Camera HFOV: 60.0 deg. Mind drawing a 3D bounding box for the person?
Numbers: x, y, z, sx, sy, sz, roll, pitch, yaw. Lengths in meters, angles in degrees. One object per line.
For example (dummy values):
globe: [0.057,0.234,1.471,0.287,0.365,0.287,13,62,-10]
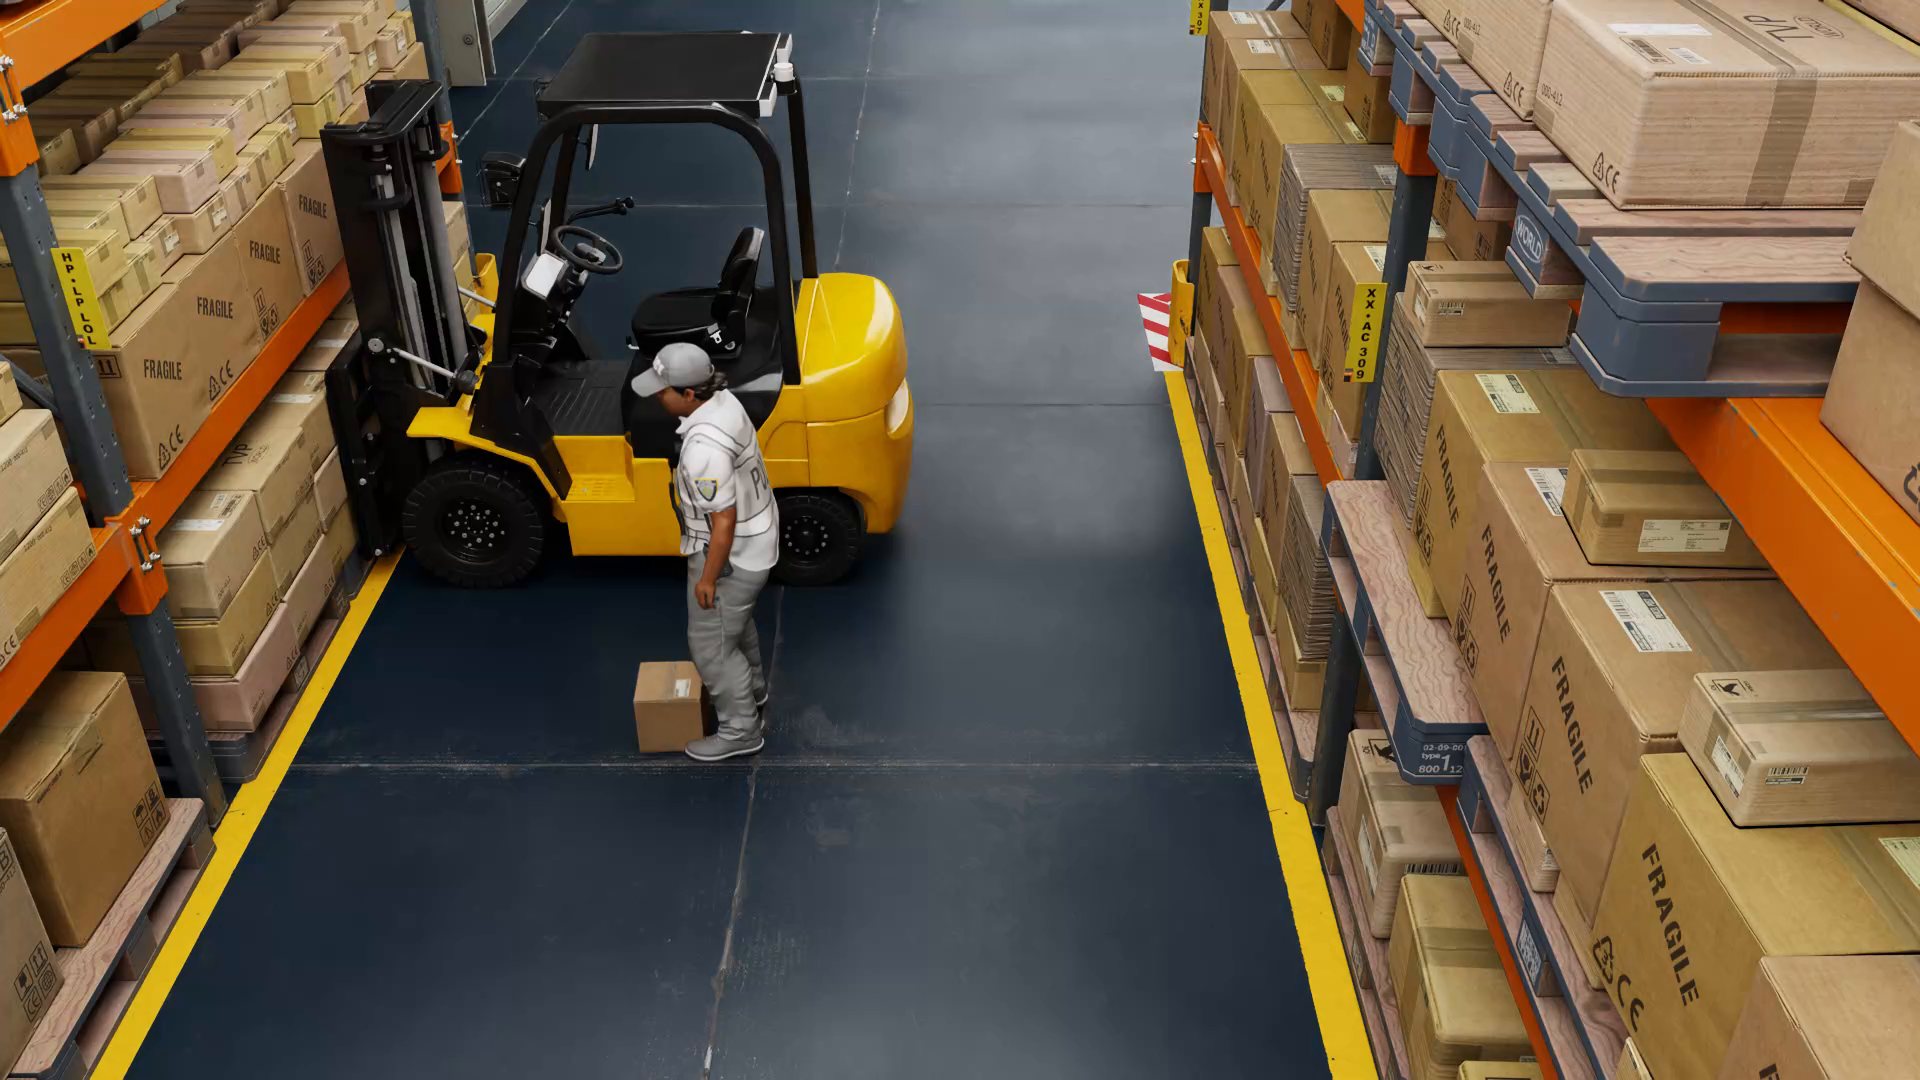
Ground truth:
person: [-0.859,0.037,6.083,0.401,1.651,0.540,-1,32,-2]
